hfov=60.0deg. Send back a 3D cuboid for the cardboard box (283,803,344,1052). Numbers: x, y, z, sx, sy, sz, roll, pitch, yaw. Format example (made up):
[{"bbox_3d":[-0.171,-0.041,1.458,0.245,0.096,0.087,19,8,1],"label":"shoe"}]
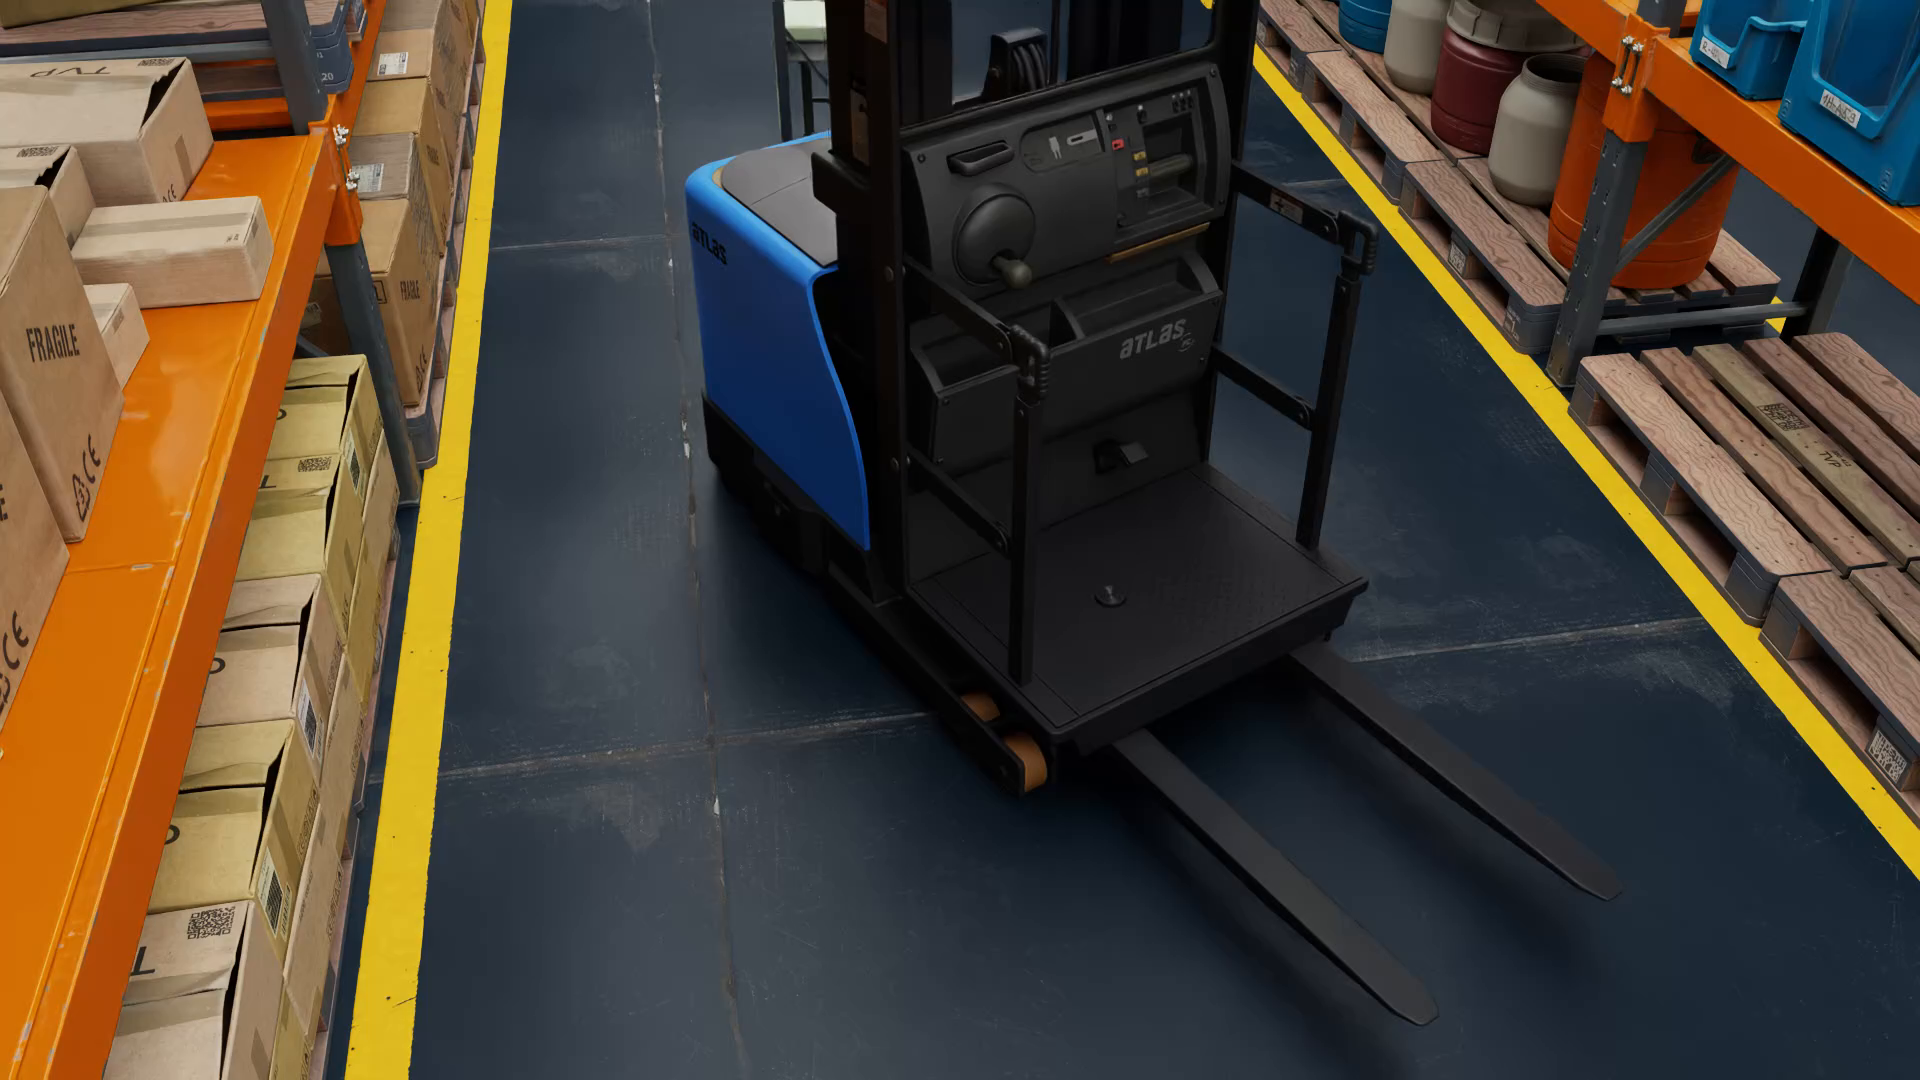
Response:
[{"bbox_3d":[-1.650,0.859,3.599,0.500,0.250,0.500,-6,38,-7],"label":"cardboard box"}]

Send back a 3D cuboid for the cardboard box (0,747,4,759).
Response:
[{"bbox_3d":[-1.764,0.314,2.319,0.500,0.500,0.500,-4,38,-5],"label":"cardboard box"}]

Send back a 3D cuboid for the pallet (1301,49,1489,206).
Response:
[{"bbox_3d":[2.233,-1.915,7.543,1.003,0.211,1.213,-6,38,-8],"label":"pallet"}]

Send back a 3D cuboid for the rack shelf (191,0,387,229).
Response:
[{"bbox_3d":[-2.605,-2.202,6.226,1.077,0.370,4.000,-6,38,-8],"label":"rack shelf"}]

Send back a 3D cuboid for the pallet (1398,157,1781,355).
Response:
[{"bbox_3d":[2.443,-1.179,6.596,1.003,0.211,1.213,-6,38,-8],"label":"pallet"}]

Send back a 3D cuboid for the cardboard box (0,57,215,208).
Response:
[{"bbox_3d":[-2.234,-1.019,4.189,0.500,0.311,0.500,-4,38,-5],"label":"cardboard box"}]

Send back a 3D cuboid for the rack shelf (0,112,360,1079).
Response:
[{"bbox_3d":[-1.904,0.214,3.116,1.077,0.370,4.000,-6,38,-8],"label":"rack shelf"}]

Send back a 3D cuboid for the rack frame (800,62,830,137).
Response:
[{"bbox_3d":[-0.376,-1.611,6.101,0.400,1.500,0.023,0,38,0],"label":"rack frame"}]

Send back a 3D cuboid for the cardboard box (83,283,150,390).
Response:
[{"bbox_3d":[-1.976,-0.415,3.544,0.380,0.149,0.250,-4,38,-5],"label":"cardboard box"}]

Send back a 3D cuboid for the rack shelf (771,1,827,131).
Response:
[{"bbox_3d":[-0.378,-1.694,5.572,0.431,0.370,0.720,0,38,0],"label":"rack shelf"}]

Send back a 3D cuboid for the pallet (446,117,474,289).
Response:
[{"bbox_3d":[-2.559,-1.367,6.838,1.003,0.211,1.213,-6,38,-8],"label":"pallet"}]

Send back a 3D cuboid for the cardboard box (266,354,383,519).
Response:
[{"bbox_3d":[-1.921,-0.290,4.620,0.500,0.311,0.500,-5,38,-7],"label":"cardboard box"}]

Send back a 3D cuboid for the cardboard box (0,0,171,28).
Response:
[{"bbox_3d":[-2.476,-1.852,4.765,0.700,0.500,0.500,-19,42,-23],"label":"cardboard box"}]

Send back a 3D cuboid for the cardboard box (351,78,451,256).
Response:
[{"bbox_3d":[-2.234,-1.390,6.273,0.500,0.500,0.500,-7,38,-9],"label":"cardboard box"}]

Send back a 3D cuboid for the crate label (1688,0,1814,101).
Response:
[{"bbox_3d":[2.327,-1.448,4.805,0.303,0.233,0.416,-6,38,-8],"label":"crate label"}]

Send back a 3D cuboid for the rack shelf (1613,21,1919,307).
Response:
[{"bbox_3d":[2.973,-0.317,3.799,1.077,0.370,4.000,-6,38,-8],"label":"rack shelf"}]

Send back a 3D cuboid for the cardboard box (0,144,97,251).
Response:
[{"bbox_3d":[-2.289,-0.682,3.756,0.500,0.311,0.500,-7,38,-8],"label":"cardboard box"}]

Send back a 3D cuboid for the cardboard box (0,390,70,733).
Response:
[{"bbox_3d":[-1.852,0.012,2.708,0.500,0.500,0.500,-6,38,-8],"label":"cardboard box"}]

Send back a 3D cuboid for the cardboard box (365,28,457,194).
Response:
[{"bbox_3d":[-2.330,-1.704,6.678,0.500,0.500,0.500,-7,38,-9],"label":"cardboard box"}]

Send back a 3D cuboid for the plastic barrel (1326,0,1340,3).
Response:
[{"bbox_3d":[2.000,-3.232,8.333,0.600,0.901,0.708,-6,38,-8],"label":"plastic barrel"}]

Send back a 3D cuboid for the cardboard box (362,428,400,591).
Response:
[{"bbox_3d":[-1.922,-0.067,4.790,0.500,0.250,0.500,-5,38,-7],"label":"cardboard box"}]

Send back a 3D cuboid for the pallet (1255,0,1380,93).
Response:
[{"bbox_3d":[2.015,-2.653,8.493,1.003,0.211,1.213,-6,38,-8],"label":"pallet"}]

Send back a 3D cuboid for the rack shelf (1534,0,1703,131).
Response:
[{"bbox_3d":[2.272,-2.733,6.909,1.077,0.370,4.000,-6,38,-8],"label":"rack shelf"}]

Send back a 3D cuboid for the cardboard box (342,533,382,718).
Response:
[{"bbox_3d":[-1.829,0.244,4.390,0.500,0.250,0.500,-7,38,-8],"label":"cardboard box"}]

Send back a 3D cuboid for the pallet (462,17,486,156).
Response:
[{"bbox_3d":[-2.776,-2.106,7.789,1.003,0.211,1.213,-6,38,-8],"label":"pallet"}]

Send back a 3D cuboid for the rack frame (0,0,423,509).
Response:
[{"bbox_3d":[-2.255,-1.278,4.451,1.000,3.000,0.127,-6,38,-8],"label":"rack frame"}]

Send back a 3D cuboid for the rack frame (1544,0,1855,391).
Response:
[{"bbox_3d":[2.622,-1.809,5.133,1.000,3.000,0.127,-6,38,-8],"label":"rack frame"}]

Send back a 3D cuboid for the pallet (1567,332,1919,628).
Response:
[{"bbox_3d":[2.720,-0.236,5.381,1.003,0.211,1.213,-6,38,-8],"label":"pallet"}]

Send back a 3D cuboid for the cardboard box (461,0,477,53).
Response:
[{"bbox_3d":[-2.587,-2.614,7.848,0.500,0.500,0.500,-6,38,-8],"label":"cardboard box"}]

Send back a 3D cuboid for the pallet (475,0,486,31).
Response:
[{"bbox_3d":[-3.076,-3.008,8.950,1.003,0.211,1.213,-6,38,-8],"label":"pallet"}]

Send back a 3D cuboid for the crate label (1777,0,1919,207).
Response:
[{"bbox_3d":[2.530,-1.194,4.313,0.502,0.435,0.616,-6,38,-8],"label":"crate label"}]

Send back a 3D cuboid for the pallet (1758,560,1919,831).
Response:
[{"bbox_3d":[2.931,0.500,4.435,1.003,0.211,1.213,-6,38,-8],"label":"pallet"}]

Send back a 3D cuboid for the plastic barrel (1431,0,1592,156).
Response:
[{"bbox_3d":[2.322,-1.998,7.000,0.600,0.588,0.708,-6,38,-8],"label":"plastic barrel"}]

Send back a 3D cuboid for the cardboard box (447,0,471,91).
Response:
[{"bbox_3d":[-2.509,-2.314,7.463,0.500,0.500,0.500,-6,38,-8],"label":"cardboard box"}]

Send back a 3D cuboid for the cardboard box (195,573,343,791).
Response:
[{"bbox_3d":[-1.737,0.328,3.824,0.500,0.311,0.500,-6,38,-8],"label":"cardboard box"}]

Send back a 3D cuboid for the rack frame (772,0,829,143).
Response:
[{"bbox_3d":[-0.379,-1.162,5.523,0.400,1.500,0.023,0,38,0],"label":"rack frame"}]

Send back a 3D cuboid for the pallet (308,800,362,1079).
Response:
[{"bbox_3d":[-1.938,1.060,3.714,1.003,0.211,1.213,-6,38,-8],"label":"pallet"}]

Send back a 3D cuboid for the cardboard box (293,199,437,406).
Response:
[{"bbox_3d":[-2.053,-0.771,5.476,0.500,0.500,0.500,-5,38,-6],"label":"cardboard box"}]

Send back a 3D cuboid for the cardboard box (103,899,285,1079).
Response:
[{"bbox_3d":[-1.555,0.944,3.031,0.500,0.311,0.500,-7,38,-9],"label":"cardboard box"}]

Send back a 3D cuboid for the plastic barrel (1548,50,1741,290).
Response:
[{"bbox_3d":[2.520,-1.411,6.048,0.600,0.830,0.708,-6,38,-8],"label":"plastic barrel"}]

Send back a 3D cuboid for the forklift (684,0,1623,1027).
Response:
[{"bbox_3d":[0.410,-0.826,3.924,1.130,2.935,3.031,-23,43,-26],"label":"forklift"}]

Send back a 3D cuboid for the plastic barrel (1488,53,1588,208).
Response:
[{"bbox_3d":[2.333,-1.617,6.572,0.421,0.512,0.421,0,38,0],"label":"plastic barrel"}]

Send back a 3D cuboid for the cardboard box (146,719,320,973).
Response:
[{"bbox_3d":[-1.652,0.631,3.434,0.500,0.311,0.500,-5,38,-7],"label":"cardboard box"}]

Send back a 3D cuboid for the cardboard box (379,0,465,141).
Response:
[{"bbox_3d":[-2.422,-2.011,7.073,0.500,0.500,0.500,-6,38,-7],"label":"cardboard box"}]

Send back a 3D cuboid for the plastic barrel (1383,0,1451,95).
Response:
[{"bbox_3d":[2.135,-2.299,7.450,0.421,0.512,0.421,0,38,0],"label":"plastic barrel"}]

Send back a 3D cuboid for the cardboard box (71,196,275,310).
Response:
[{"bbox_3d":[-1.825,-0.666,3.867,0.380,0.149,0.250,-6,38,-8],"label":"cardboard box"}]

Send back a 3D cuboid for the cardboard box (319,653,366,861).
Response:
[{"bbox_3d":[-1.743,0.548,3.998,0.500,0.250,0.500,-5,38,-7],"label":"cardboard box"}]

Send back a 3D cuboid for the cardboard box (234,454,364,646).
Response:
[{"bbox_3d":[-1.823,0.023,4.217,0.500,0.311,0.500,-7,38,-9],"label":"cardboard box"}]

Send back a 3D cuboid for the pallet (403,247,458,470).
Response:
[{"bbox_3d":[-2.348,-0.632,5.892,1.003,0.211,1.213,-6,38,-8],"label":"pallet"}]

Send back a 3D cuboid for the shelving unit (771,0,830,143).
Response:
[{"bbox_3d":[-0.378,-1.386,5.812,0.431,1.500,0.755,0,38,0],"label":"shelving unit"}]

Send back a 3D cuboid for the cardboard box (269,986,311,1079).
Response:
[{"bbox_3d":[-1.562,1.166,3.203,0.500,0.250,0.500,-7,38,-9],"label":"cardboard box"}]

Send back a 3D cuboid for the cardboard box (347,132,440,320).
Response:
[{"bbox_3d":[-2.151,-1.086,5.882,0.500,0.500,0.500,-8,38,-10],"label":"cardboard box"}]

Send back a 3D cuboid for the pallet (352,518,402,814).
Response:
[{"bbox_3d":[-2.149,0.324,4.661,1.003,0.211,1.213,-6,38,-8],"label":"pallet"}]

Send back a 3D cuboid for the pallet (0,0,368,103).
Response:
[{"bbox_3d":[-2.443,-1.604,5.027,1.213,0.211,1.003,-6,38,-8],"label":"pallet"}]

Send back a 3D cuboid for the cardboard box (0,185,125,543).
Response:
[{"bbox_3d":[-1.945,-0.306,3.118,0.500,0.500,0.500,-8,39,-10],"label":"cardboard box"}]

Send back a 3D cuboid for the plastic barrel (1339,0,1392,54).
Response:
[{"bbox_3d":[2.124,-2.804,7.782,0.600,0.901,0.708,-6,38,-8],"label":"plastic barrel"}]
